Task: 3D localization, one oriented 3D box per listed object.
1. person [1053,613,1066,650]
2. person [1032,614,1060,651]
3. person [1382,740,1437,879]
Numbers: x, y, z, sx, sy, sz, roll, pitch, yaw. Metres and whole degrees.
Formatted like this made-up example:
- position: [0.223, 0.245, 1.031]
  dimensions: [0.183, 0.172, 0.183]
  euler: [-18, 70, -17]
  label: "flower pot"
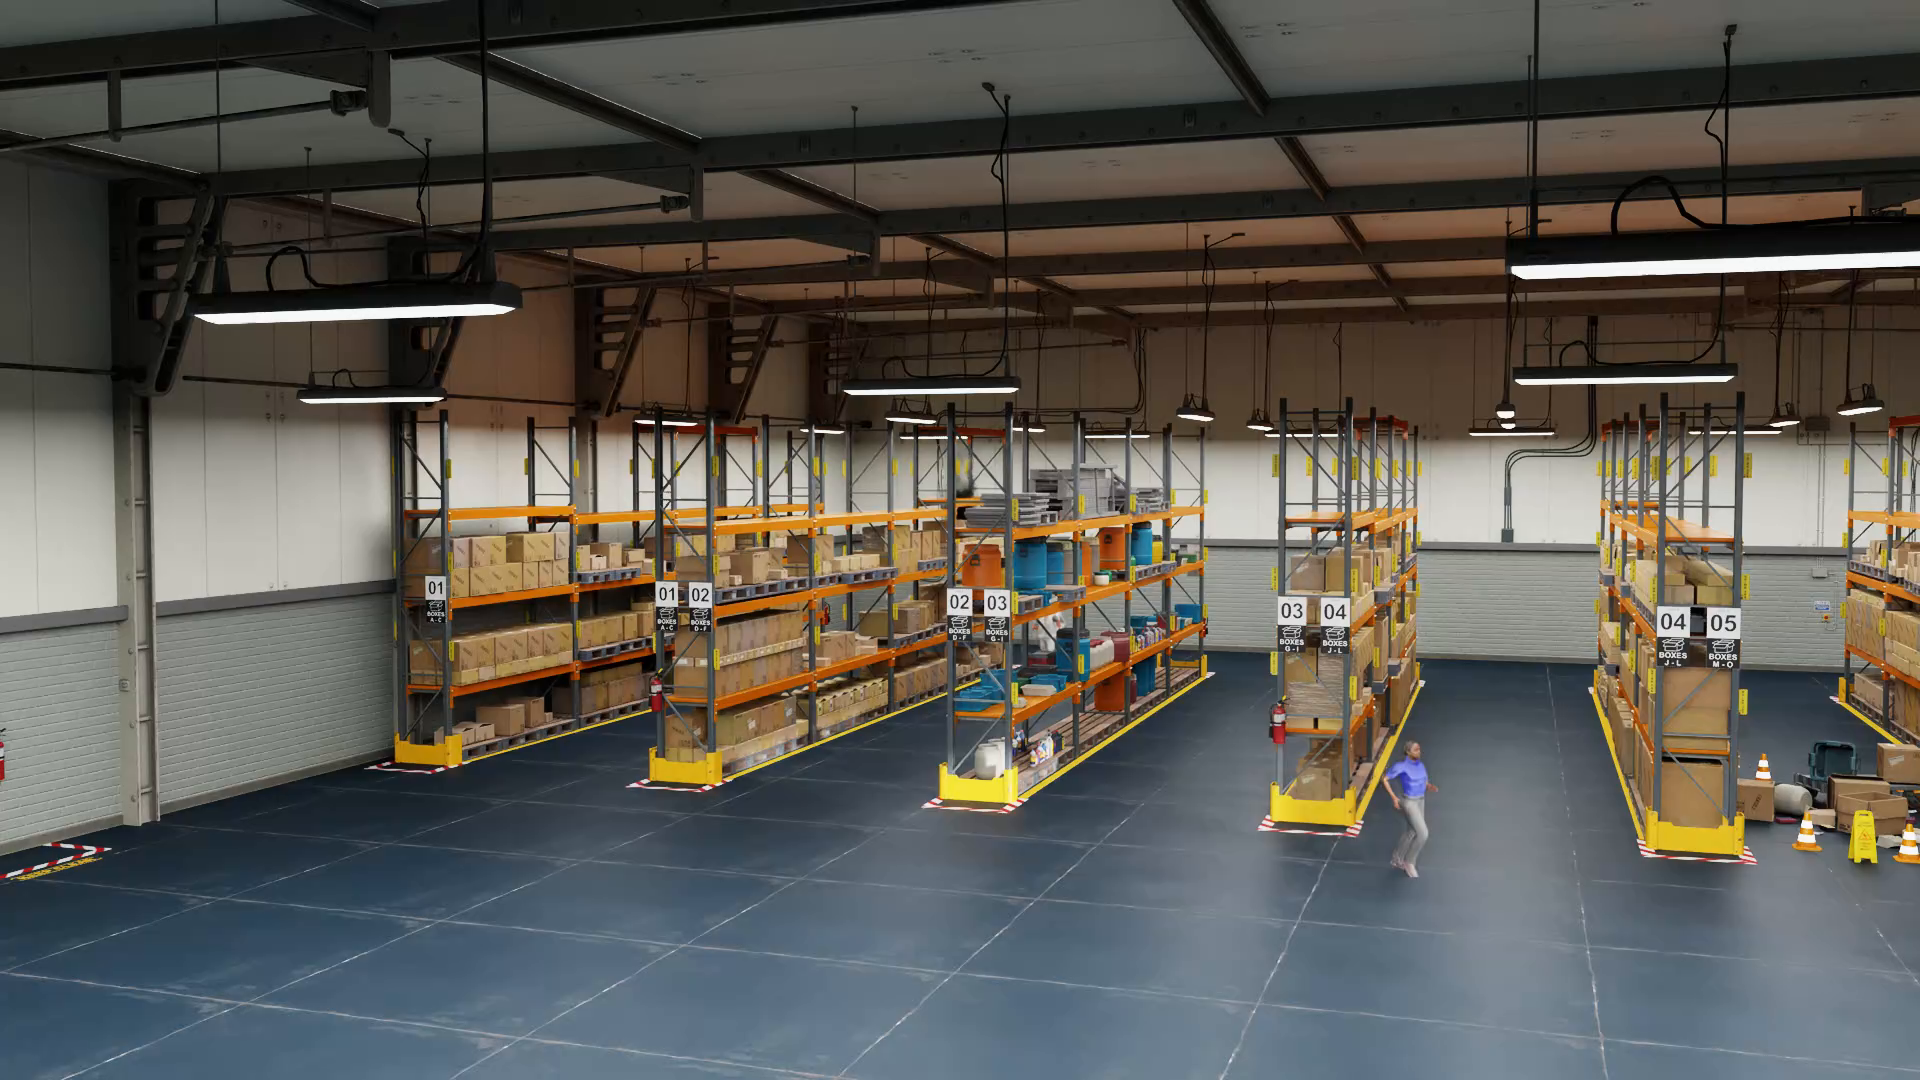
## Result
- position: [2.404, 2.386, 41.622]
  dimensions: [0.785, 1.648, 0.534]
  euler: [-1, 3, -13]
  label: "person"
- position: [2.076, 2.400, 40.004]
  dimensions: [0.691, 1.845, 0.767]
  euler: [1, 3, 14]
  label: "person"
- position: [5.559, 3.303, 20.414]
  dimensions: [0.541, 1.682, 0.704]
  euler: [-2, 3, -40]
  label: "person"
